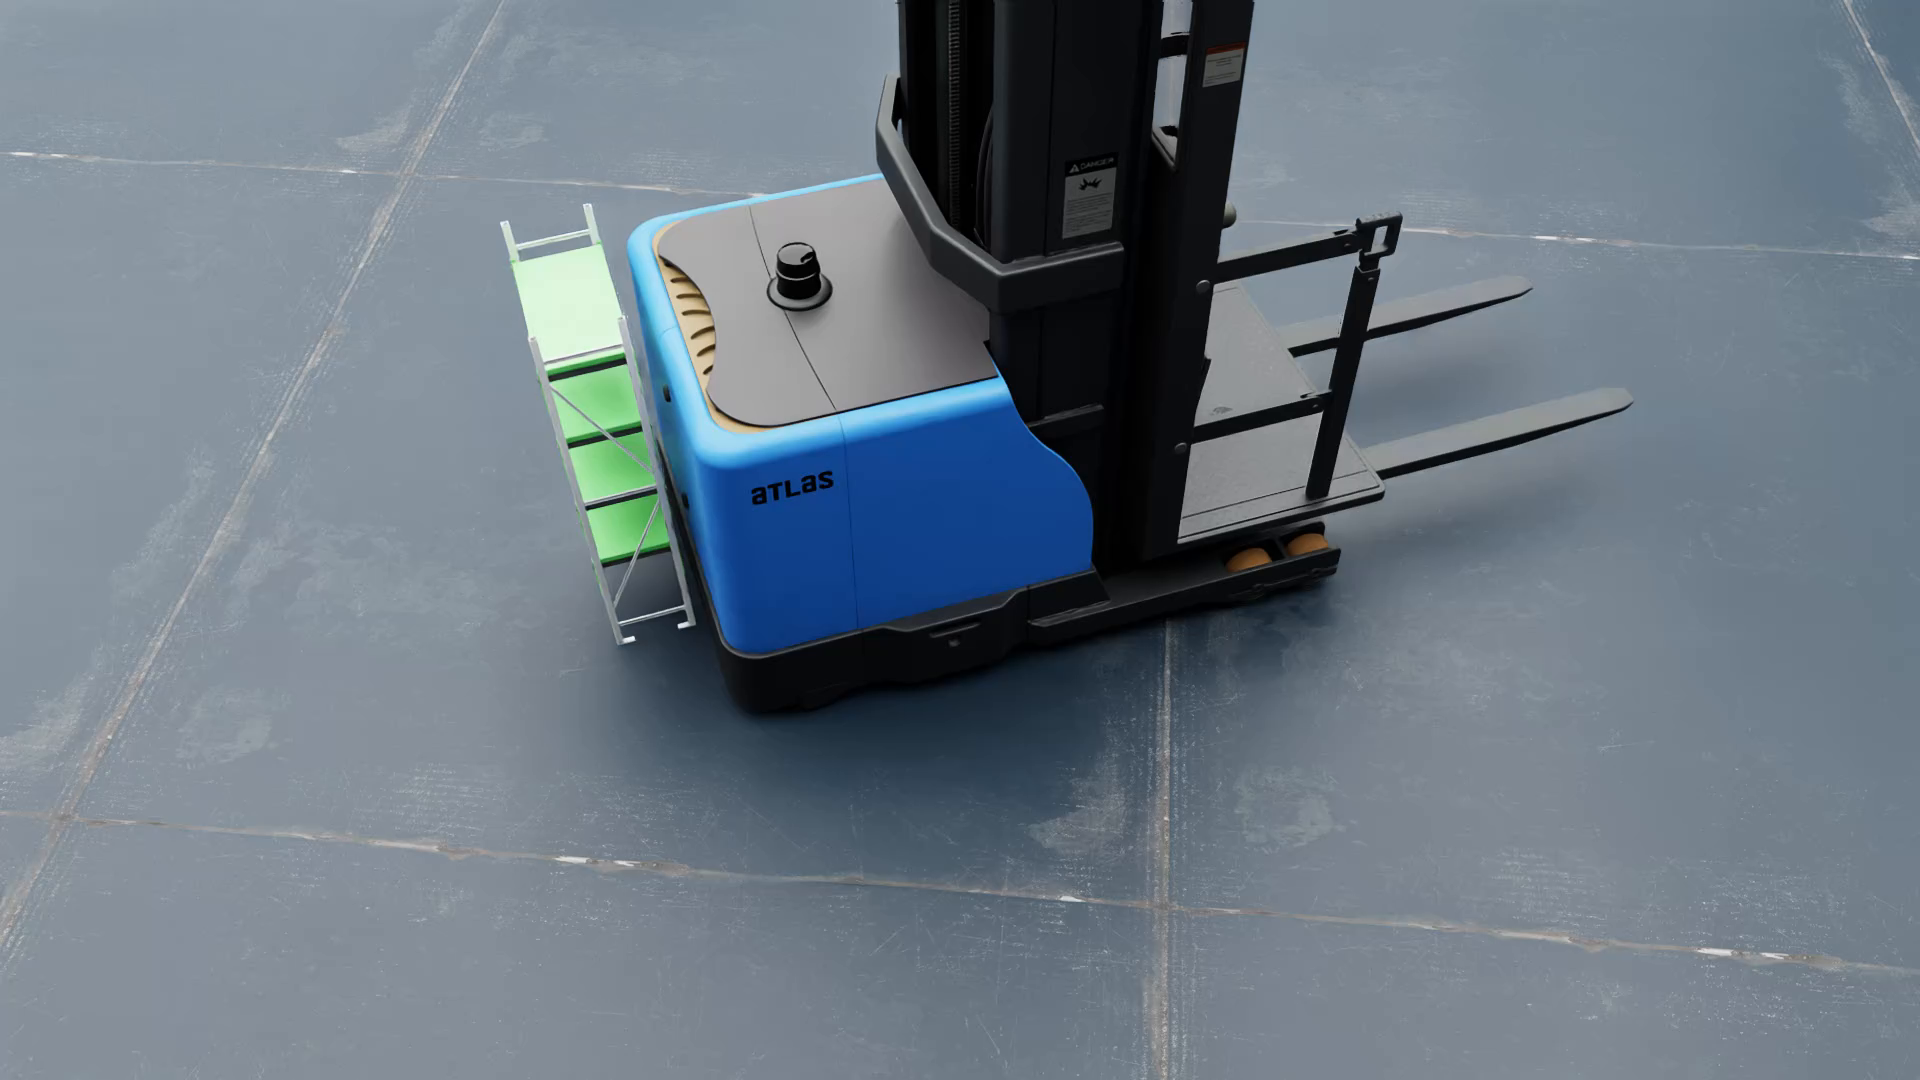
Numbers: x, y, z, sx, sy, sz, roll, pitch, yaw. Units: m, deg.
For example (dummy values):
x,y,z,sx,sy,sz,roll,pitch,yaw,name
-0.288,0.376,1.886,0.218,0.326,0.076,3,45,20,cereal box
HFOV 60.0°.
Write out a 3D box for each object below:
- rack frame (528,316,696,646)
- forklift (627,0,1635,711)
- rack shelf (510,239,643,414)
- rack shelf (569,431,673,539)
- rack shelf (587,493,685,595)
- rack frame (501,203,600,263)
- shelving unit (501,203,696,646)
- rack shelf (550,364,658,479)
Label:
x,y,z,sx,sy,sz,roll,pitch,yaw,name
-0.927,-0.120,4.542,0.240,1.200,0.015,-15,49,-11,rack frame
0.638,-1.161,4.325,3.031,2.935,1.130,-14,49,-13,forklift
-1.015,-0.569,4.389,0.258,0.148,0.480,-15,49,-11,rack shelf
-1.001,-0.249,4.746,0.258,0.148,0.480,-15,49,-11,rack shelf
-0.995,-0.088,4.924,0.258,0.148,0.480,-15,49,-11,rack shelf
-1.080,-0.462,4.854,0.240,1.200,0.015,-15,49,-11,rack frame
-1.003,-0.291,4.698,0.258,1.200,0.503,-15,49,-11,shelving unit
-1.008,-0.409,4.567,0.258,0.148,0.480,-15,49,-11,rack shelf
